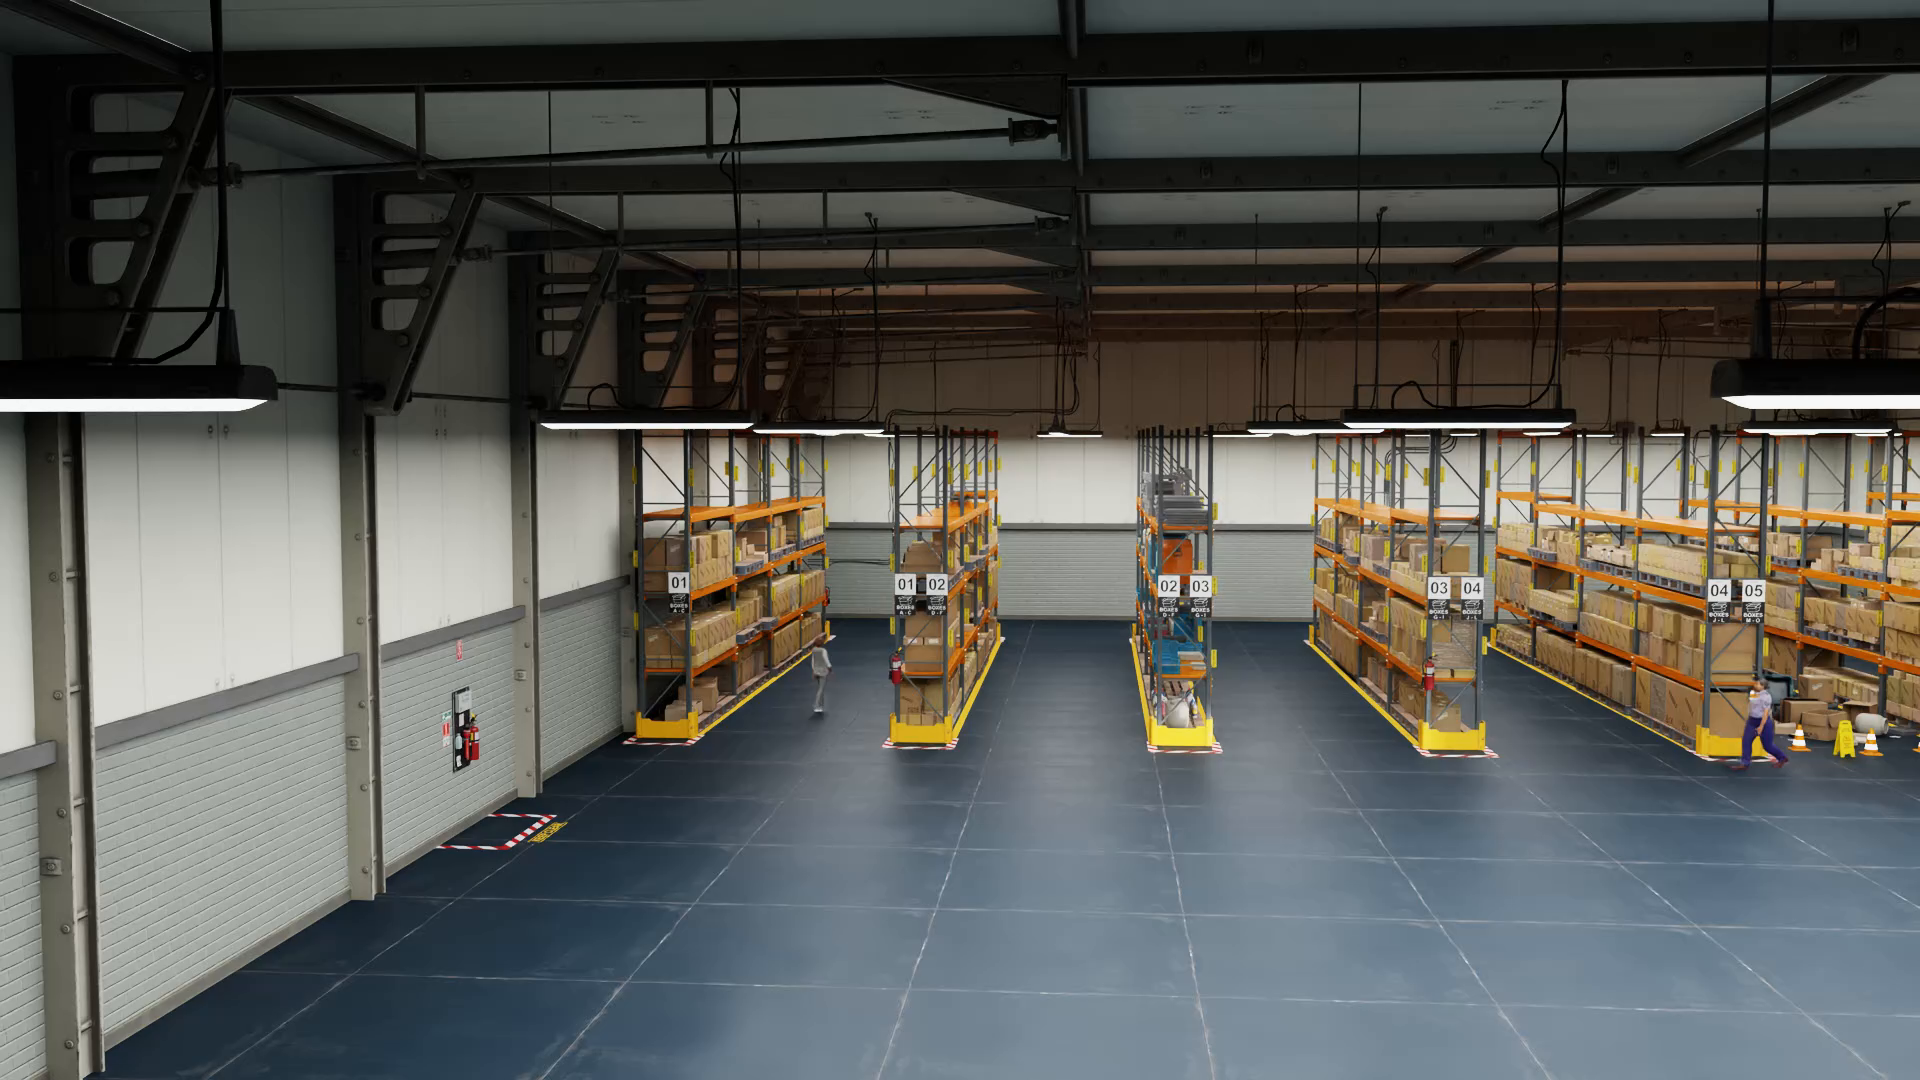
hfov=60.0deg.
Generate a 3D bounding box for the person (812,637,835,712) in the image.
[{"bbox_3d":[-2.911,2.839,34.937,0.440,1.633,0.510,3,4,38],"label":"person"}]

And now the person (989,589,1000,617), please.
[{"bbox_3d":[0.889,1.905,48.960,0.576,1.813,0.443,-2,4,-26],"label":"person"}]

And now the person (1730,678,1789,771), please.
[{"bbox_3d":[13.848,3.192,28.725,0.926,1.601,0.469,-1,4,-18],"label":"person"}]

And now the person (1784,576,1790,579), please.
[{"bbox_3d":[24.262,1.929,48.708,1.049,1.732,0.677,-1,4,-21],"label":"person"}]
